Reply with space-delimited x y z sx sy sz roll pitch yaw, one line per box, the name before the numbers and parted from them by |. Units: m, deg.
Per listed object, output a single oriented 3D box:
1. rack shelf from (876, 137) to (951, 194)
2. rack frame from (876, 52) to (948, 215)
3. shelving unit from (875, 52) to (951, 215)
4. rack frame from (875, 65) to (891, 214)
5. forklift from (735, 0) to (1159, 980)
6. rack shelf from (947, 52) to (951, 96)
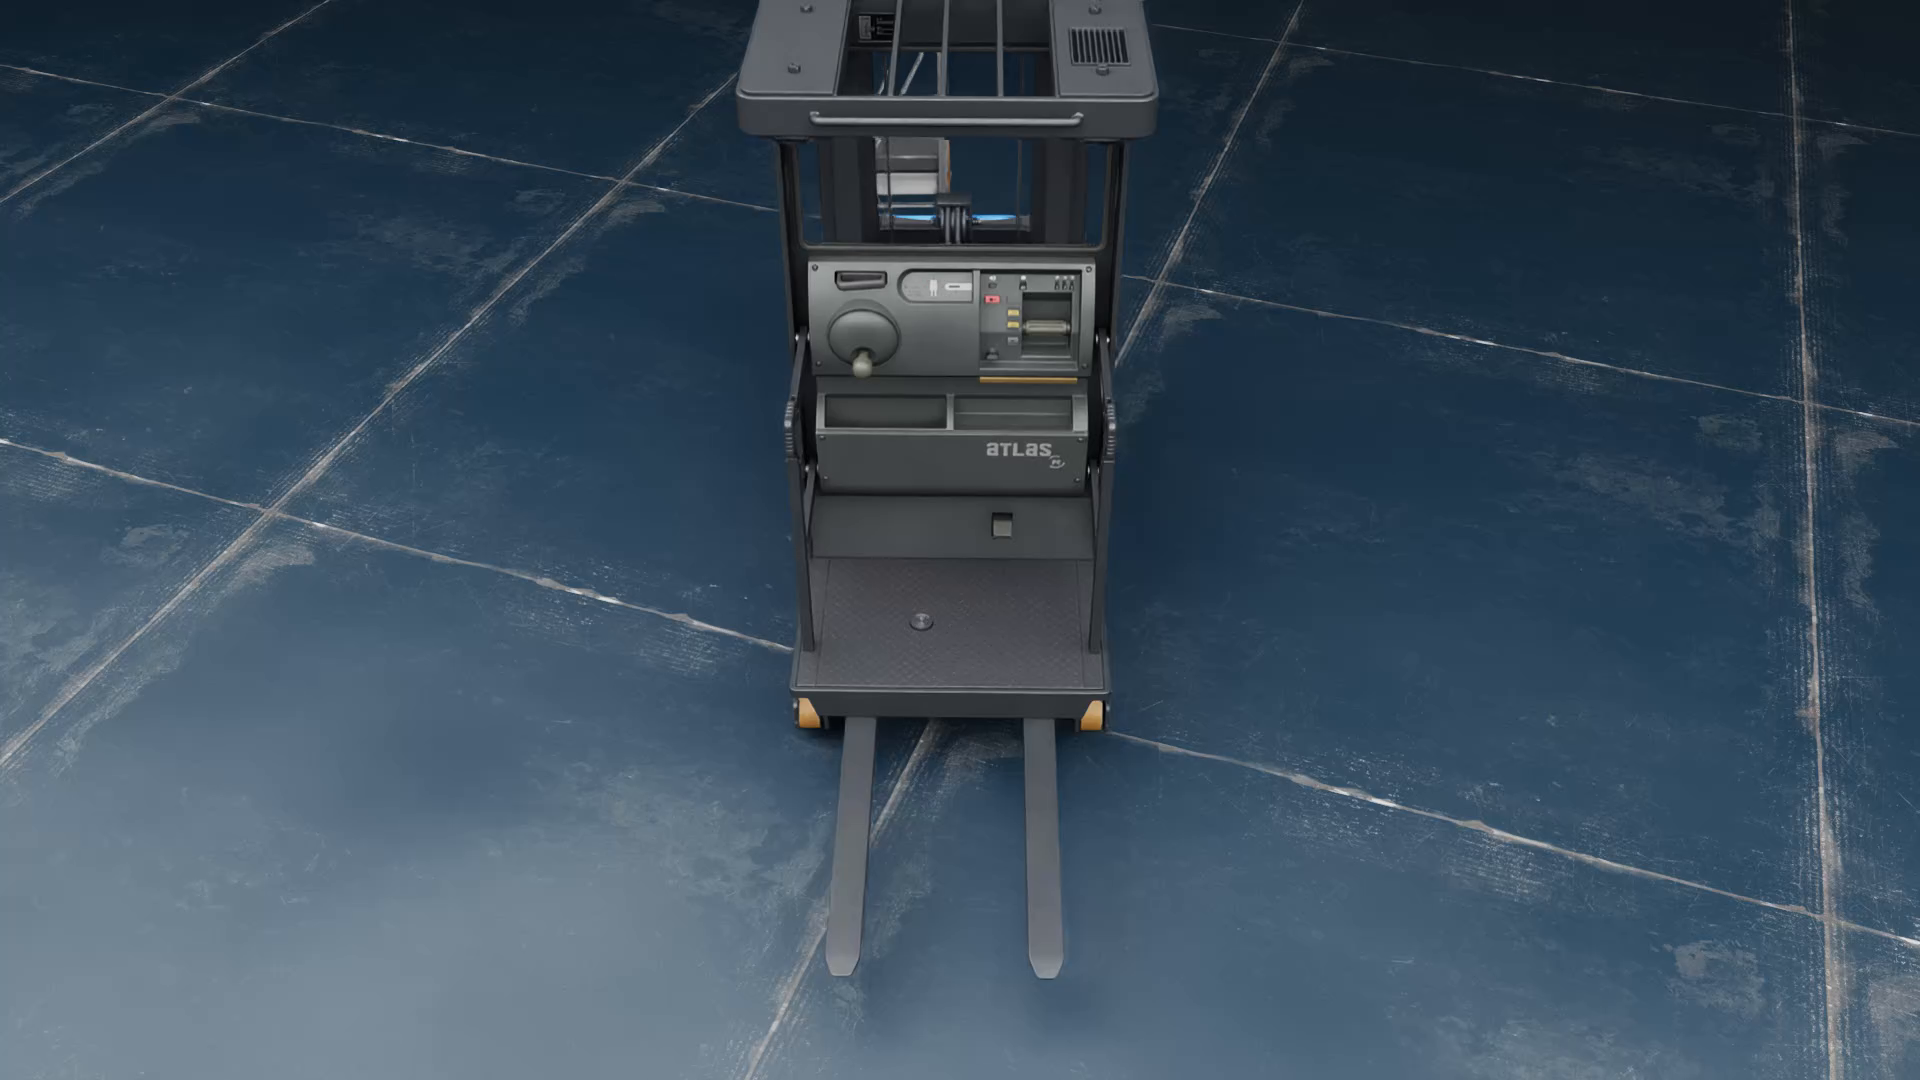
rack shelf | -0.252 -1.493 6.894 0.431 0.518 0.480 0 39 0
rack frame | -0.249 -1.349 6.696 0.400 2.100 0.015 0 39 0
shelving unit | -0.252 -1.503 6.885 0.431 2.100 0.503 0 39 0
rack frame | -0.254 -1.657 7.074 0.400 2.100 0.015 0 39 0
forklift | -0.028 -0.640 5.243 1.130 2.935 3.031 0 40 1
rack shelf | -0.253 -2.035 6.451 0.431 0.518 0.480 0 39 0
